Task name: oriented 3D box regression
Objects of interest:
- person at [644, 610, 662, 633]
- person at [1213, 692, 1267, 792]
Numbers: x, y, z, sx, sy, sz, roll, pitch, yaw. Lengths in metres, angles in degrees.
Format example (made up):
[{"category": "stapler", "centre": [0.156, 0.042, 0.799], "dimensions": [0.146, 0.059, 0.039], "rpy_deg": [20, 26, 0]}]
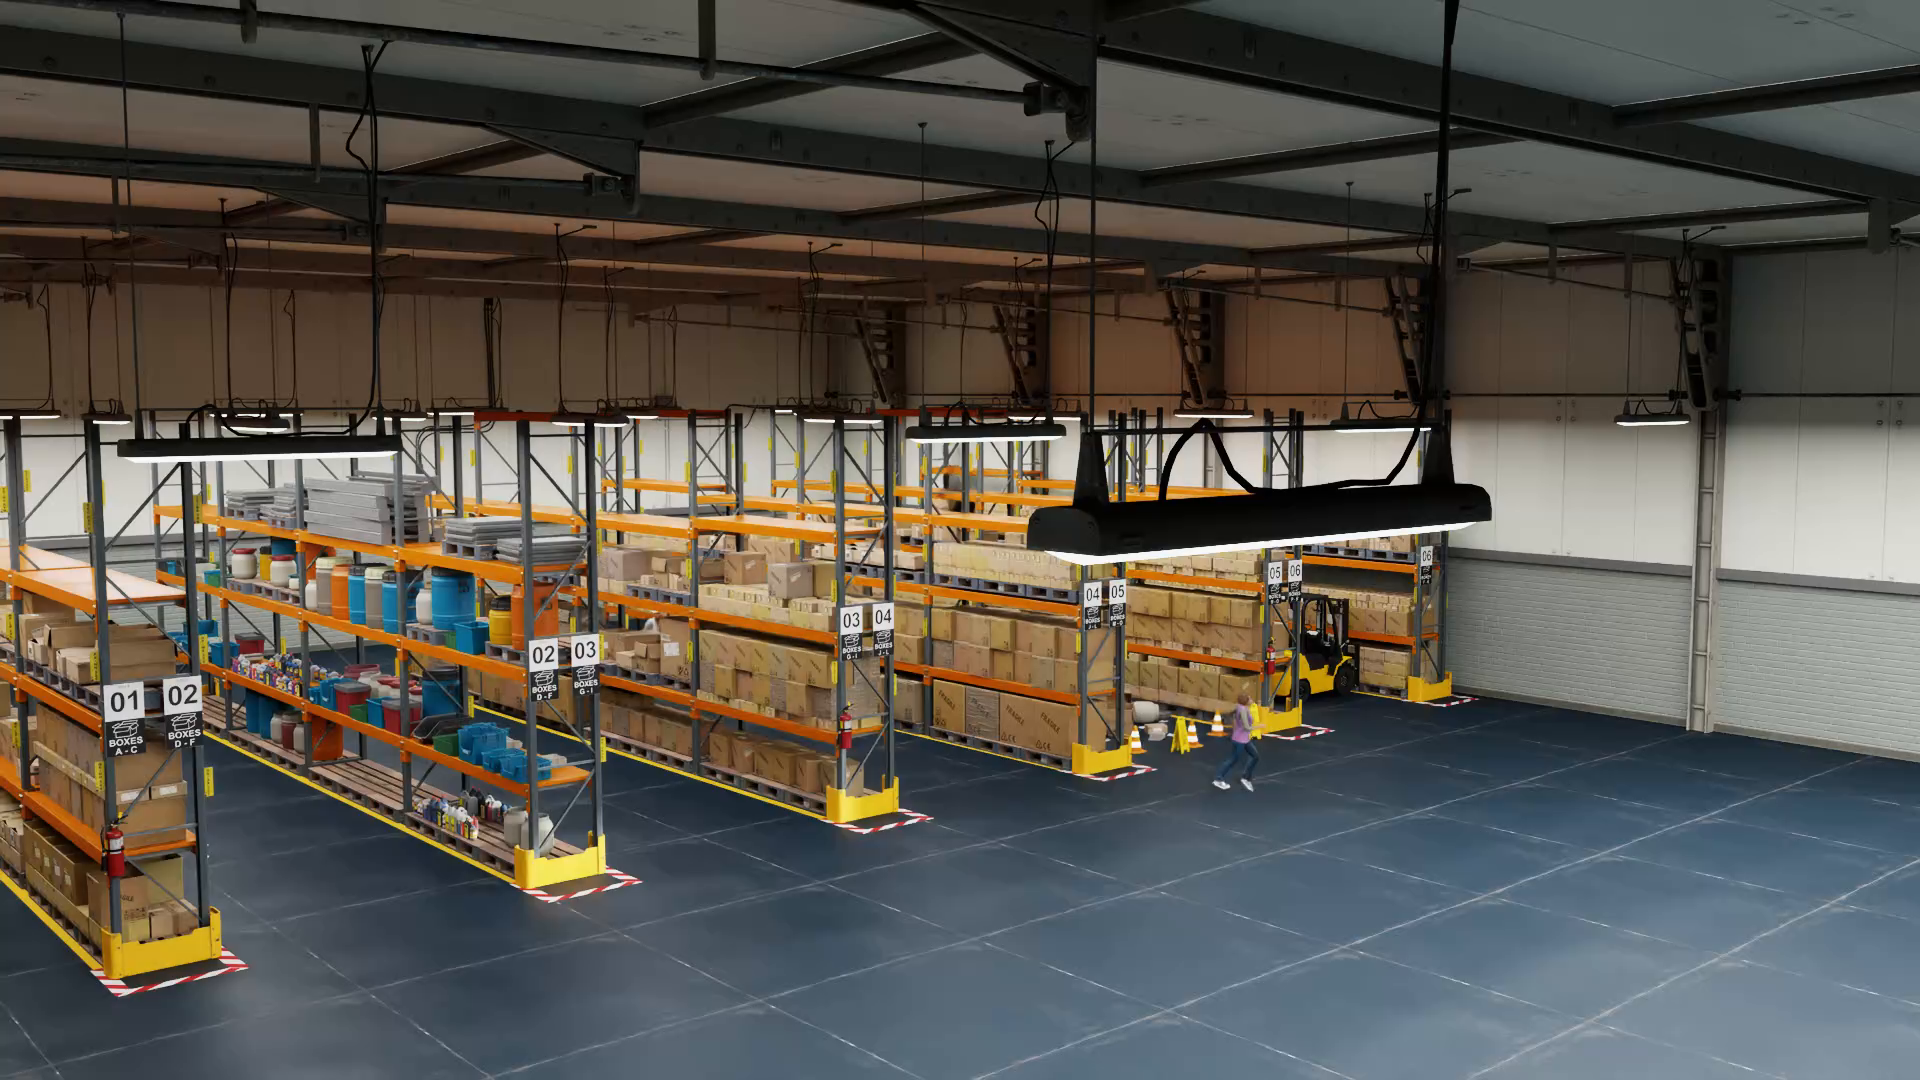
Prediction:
[{"category": "person", "centre": [-6.553, 2.303, 35.836], "dimensions": [0.620, 1.783, 0.829], "rpy_deg": [-4, 6, -36]}, {"category": "person", "centre": [4.459, 3.211, 26.459], "dimensions": [0.822, 1.613, 0.550], "rpy_deg": [1, 5, 11]}]
